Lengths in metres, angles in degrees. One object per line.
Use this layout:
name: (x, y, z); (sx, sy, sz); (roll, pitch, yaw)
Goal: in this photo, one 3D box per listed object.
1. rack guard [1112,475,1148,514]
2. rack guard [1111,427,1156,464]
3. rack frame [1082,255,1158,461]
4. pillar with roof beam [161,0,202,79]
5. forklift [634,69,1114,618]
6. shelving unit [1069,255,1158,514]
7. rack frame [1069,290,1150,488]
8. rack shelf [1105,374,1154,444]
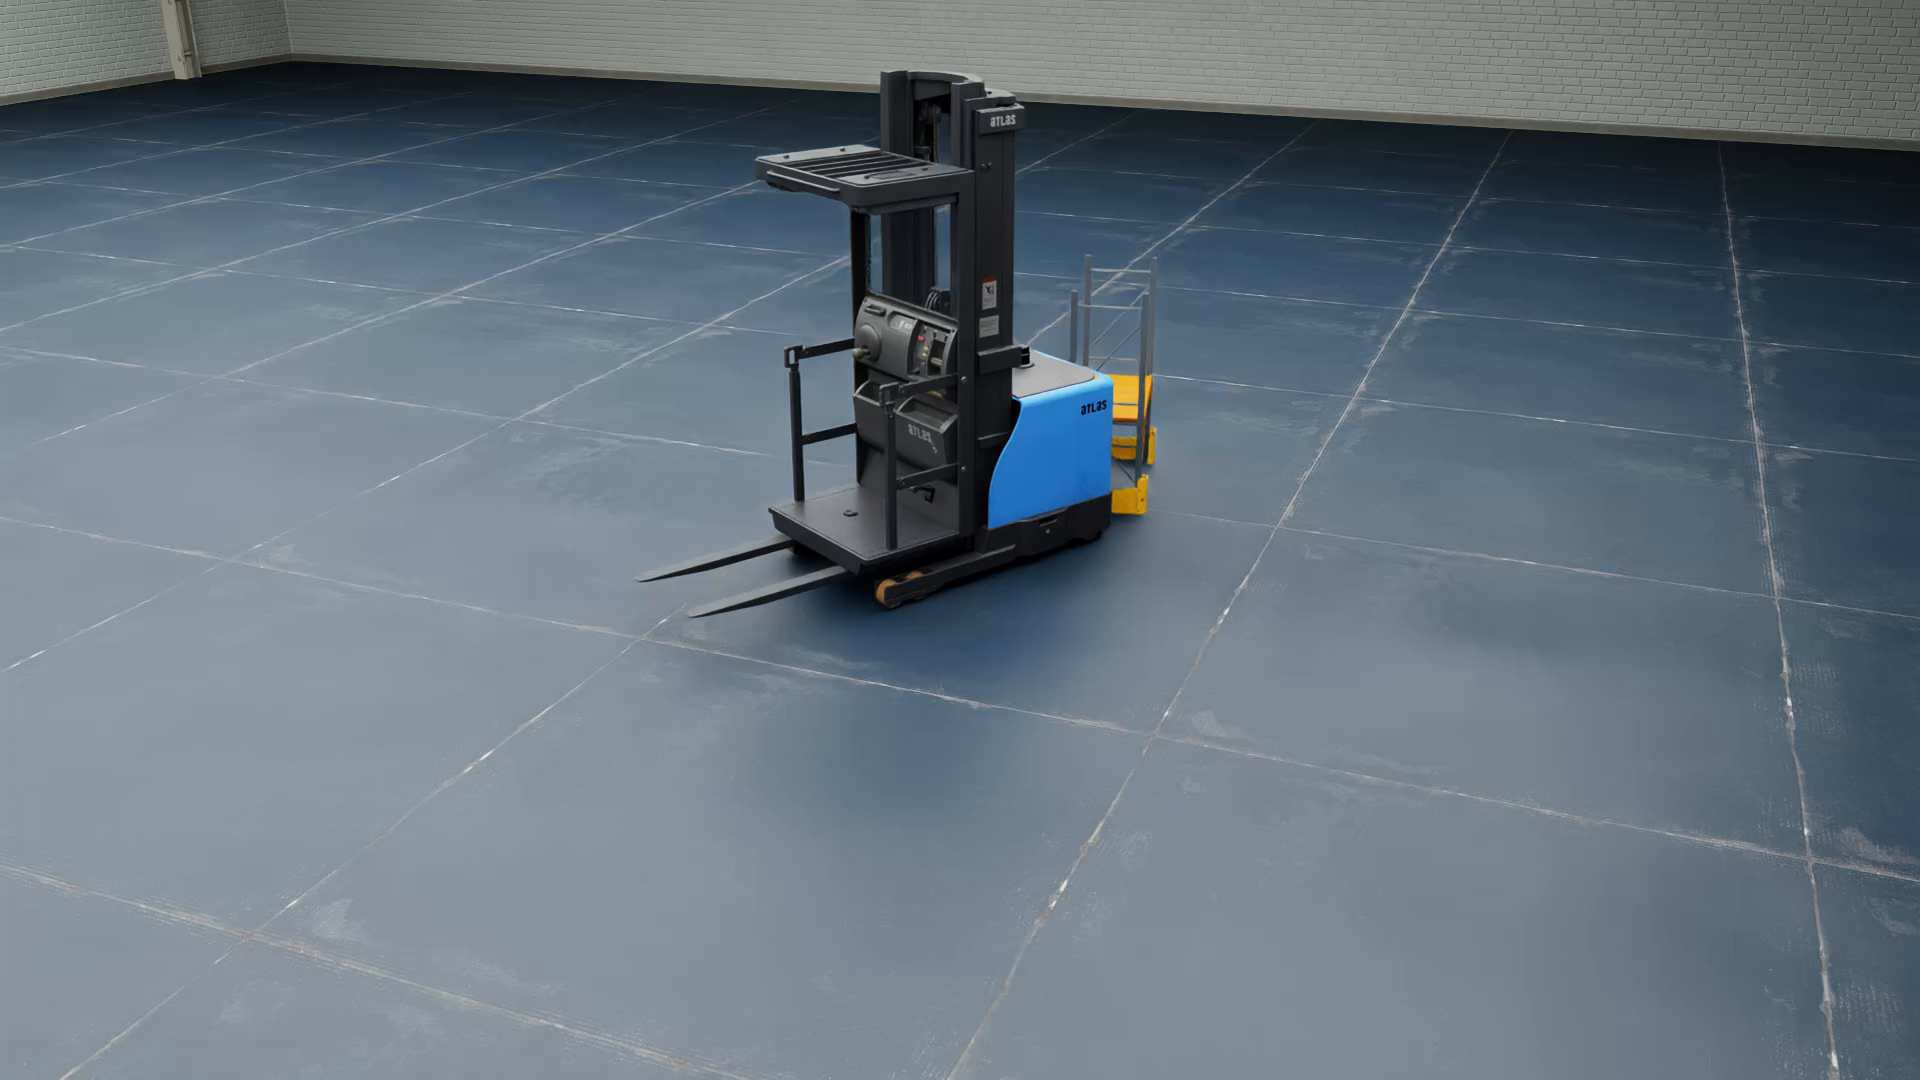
rack guard: (0.964, -0.322, 11.197); (0.587, 0.250, 0.087); (4, 23, 8)
rack guard: (1.122, -0.701, 12.105); (0.587, 0.250, 0.087); (4, 23, 8)
rack frame: (1.125, -1.285, 11.882); (0.500, 1.500, 0.032); (4, 23, 8)
pillar with roof beam: (-10.919, -12.470, 28.929); (9.100, 9.000, 0.400); (9, 24, 20)
forklift: (-0.493, -1.182, 9.776); (3.031, 2.935, 1.130); (-17, 28, -35)
shelving unit: (1.043, -1.089, 11.410); (0.587, 1.500, 1.083); (4, 23, 8)
rack frame: (0.964, -0.899, 10.955); (0.500, 1.500, 0.032); (4, 23, 8)
rack shelf: (1.045, -0.926, 11.488); (0.538, 0.185, 1.000); (4, 23, 8)
